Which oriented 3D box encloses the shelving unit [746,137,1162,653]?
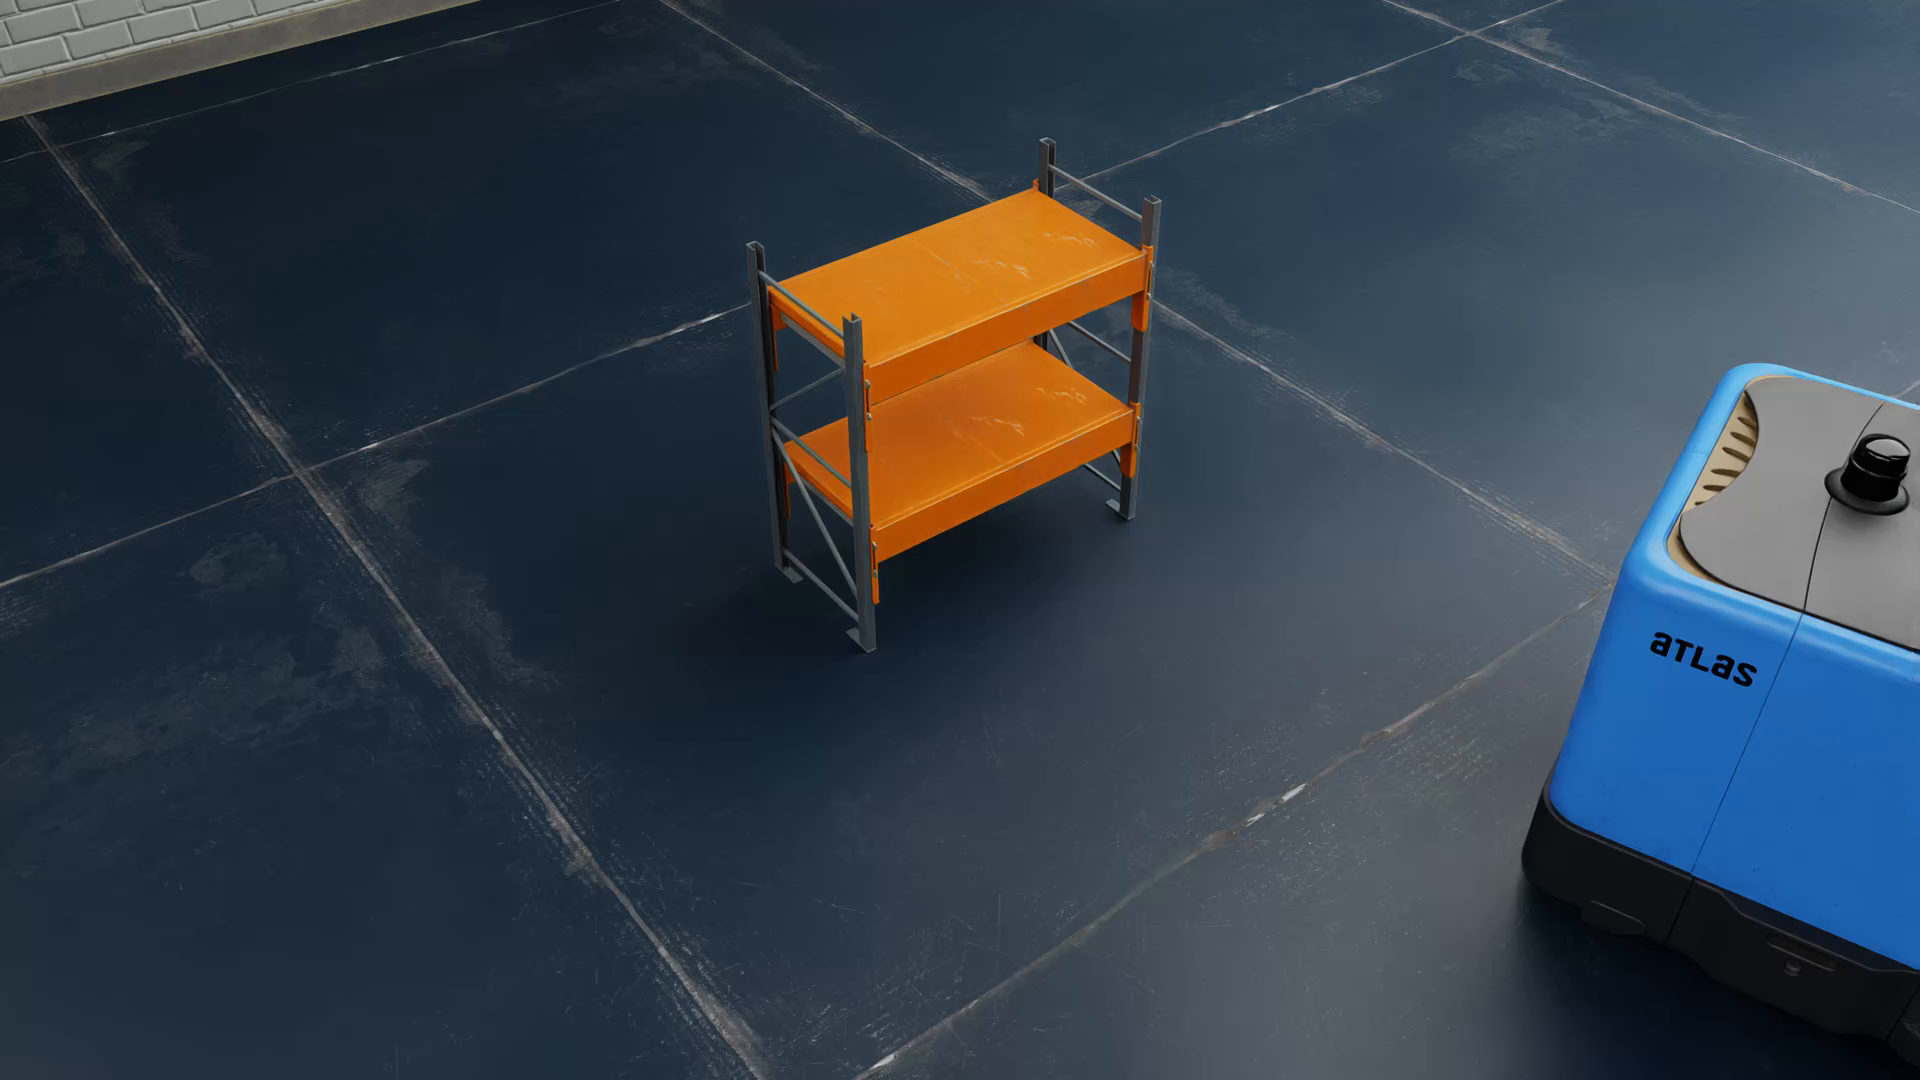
[{"bbox_3d":[-0.005,-0.432,4.890,1.048,1.125,0.538,-26,46,-28],"label":"shelving unit"}]

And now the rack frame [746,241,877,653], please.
[{"bbox_3d":[-0.408,-0.236,4.651,0.032,1.125,0.500,-26,46,-28],"label":"rack frame"}]

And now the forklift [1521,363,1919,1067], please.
[{"bbox_3d":[2.917,0.002,2.937,3.031,2.935,1.130,22,44,25],"label":"forklift"}]

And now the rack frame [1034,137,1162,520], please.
[{"bbox_3d":[0.398,-0.629,5.130,0.032,1.125,0.500,-26,46,-28],"label":"rack frame"}]

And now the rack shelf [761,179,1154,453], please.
[{"bbox_3d":[-0.005,-0.659,4.704,1.000,0.278,0.538,-26,46,-28],"label":"rack shelf"}]

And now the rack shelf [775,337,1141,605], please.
[{"bbox_3d":[-0.005,-0.243,5.045,1.000,0.278,0.538,-26,46,-28],"label":"rack shelf"}]
